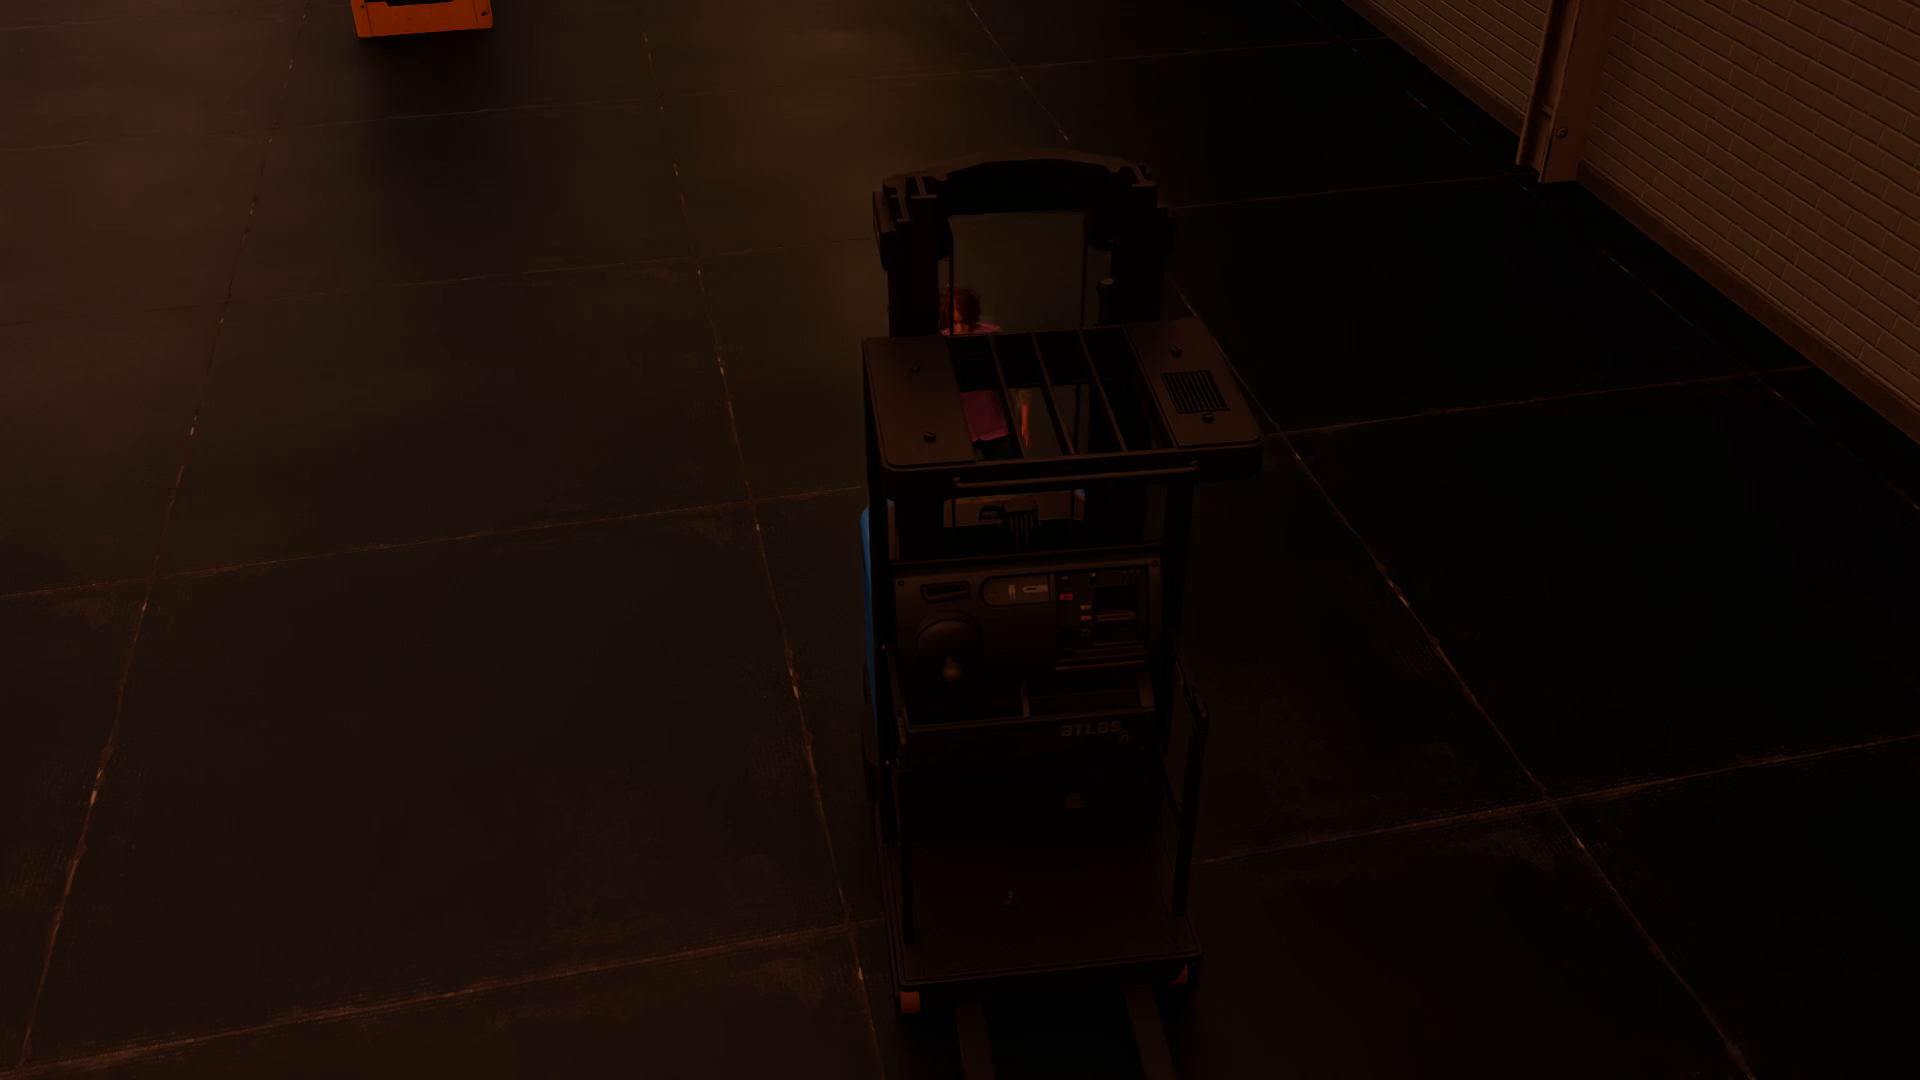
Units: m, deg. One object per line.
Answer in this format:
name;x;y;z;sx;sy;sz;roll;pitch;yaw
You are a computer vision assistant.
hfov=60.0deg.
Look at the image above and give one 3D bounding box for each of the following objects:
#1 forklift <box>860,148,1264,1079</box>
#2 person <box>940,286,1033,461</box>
forklift;0.270;0.337;5.582;1.130;2.935;3.031;-4;36;-6
person;0.011;-0.487;7.961;0.669;1.480;0.517;1;36;2
